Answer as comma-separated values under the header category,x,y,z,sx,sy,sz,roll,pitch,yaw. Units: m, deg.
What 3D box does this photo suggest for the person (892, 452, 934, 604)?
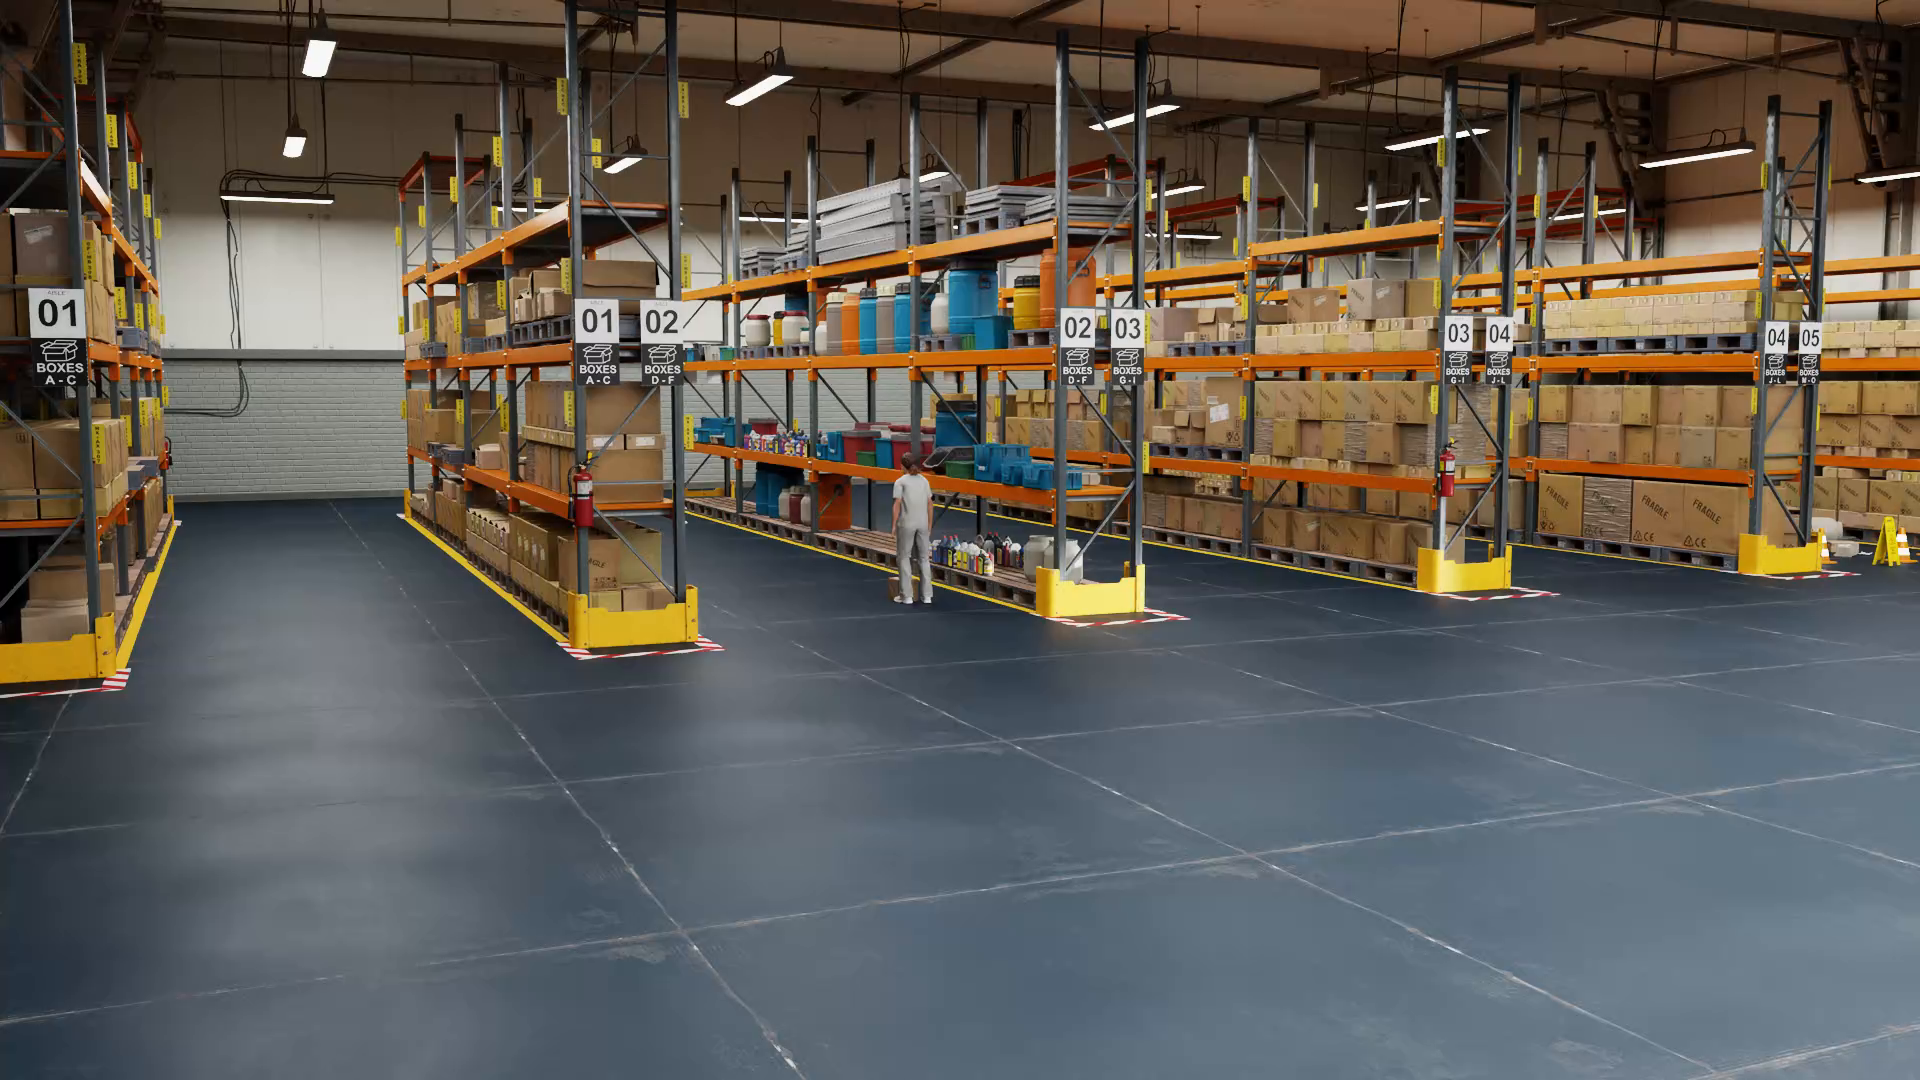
category,x,y,z,sx,sy,sz,roll,pitch,yaw
person,-0.534,-0.135,18.376,0.492,1.673,0.404,-2,6,-24
